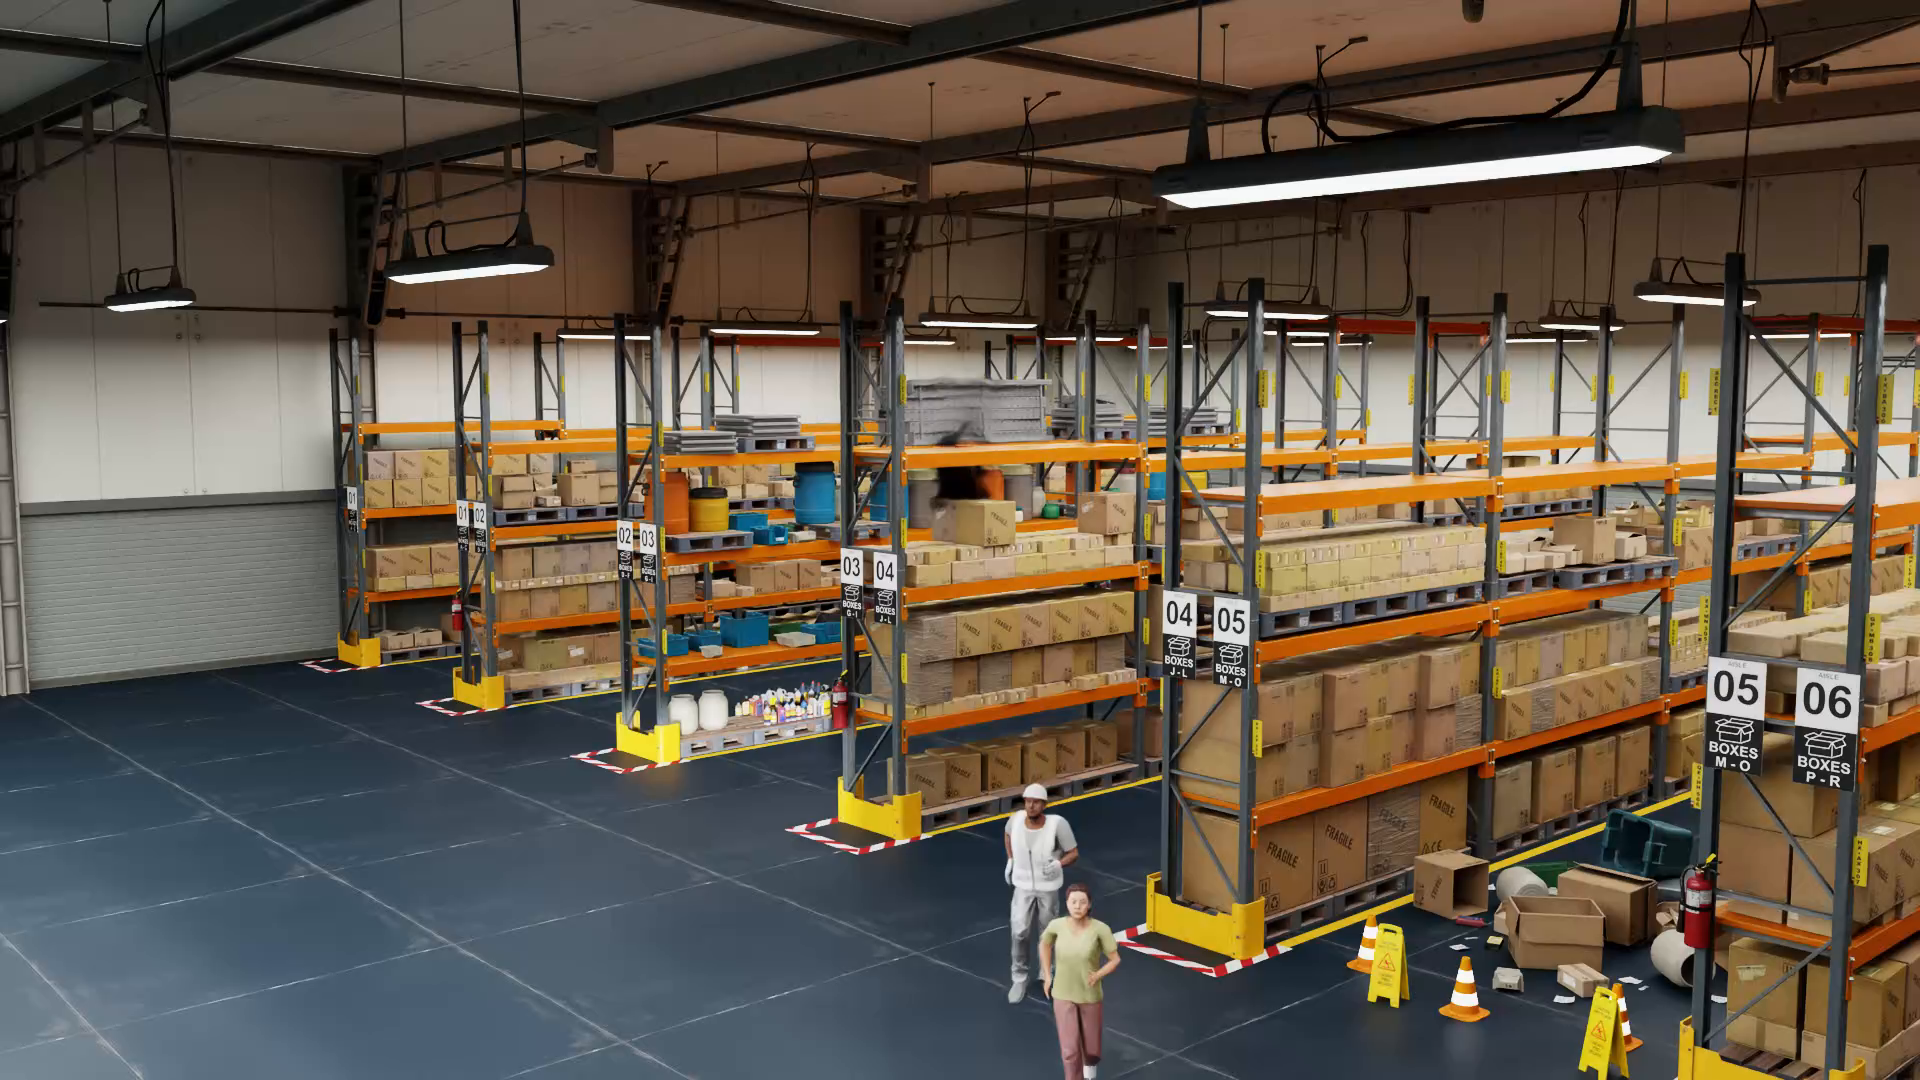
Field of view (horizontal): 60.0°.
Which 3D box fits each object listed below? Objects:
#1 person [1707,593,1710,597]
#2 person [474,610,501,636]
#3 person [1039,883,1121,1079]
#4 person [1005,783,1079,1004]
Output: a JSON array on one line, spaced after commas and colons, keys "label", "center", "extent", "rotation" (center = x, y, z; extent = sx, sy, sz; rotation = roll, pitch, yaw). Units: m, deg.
[{"label": "person", "center": [11.972, 1.709, 26.290], "extent": [0.650, 1.773, 0.679], "rotation": [-3, 6, -28]}, {"label": "person", "center": [-7.941, 1.535, 28.309], "extent": [0.553, 1.742, 0.681], "rotation": [5, 8, 43]}, {"label": "person", "center": [0.834, 3.203, 11.661], "extent": [0.582, 1.618, 0.780], "rotation": [1, 6, 8]}, {"label": "person", "center": [0.659, 2.918, 13.839], "extent": [0.668, 1.829, 0.778], "rotation": [1, 6, 12]}]
